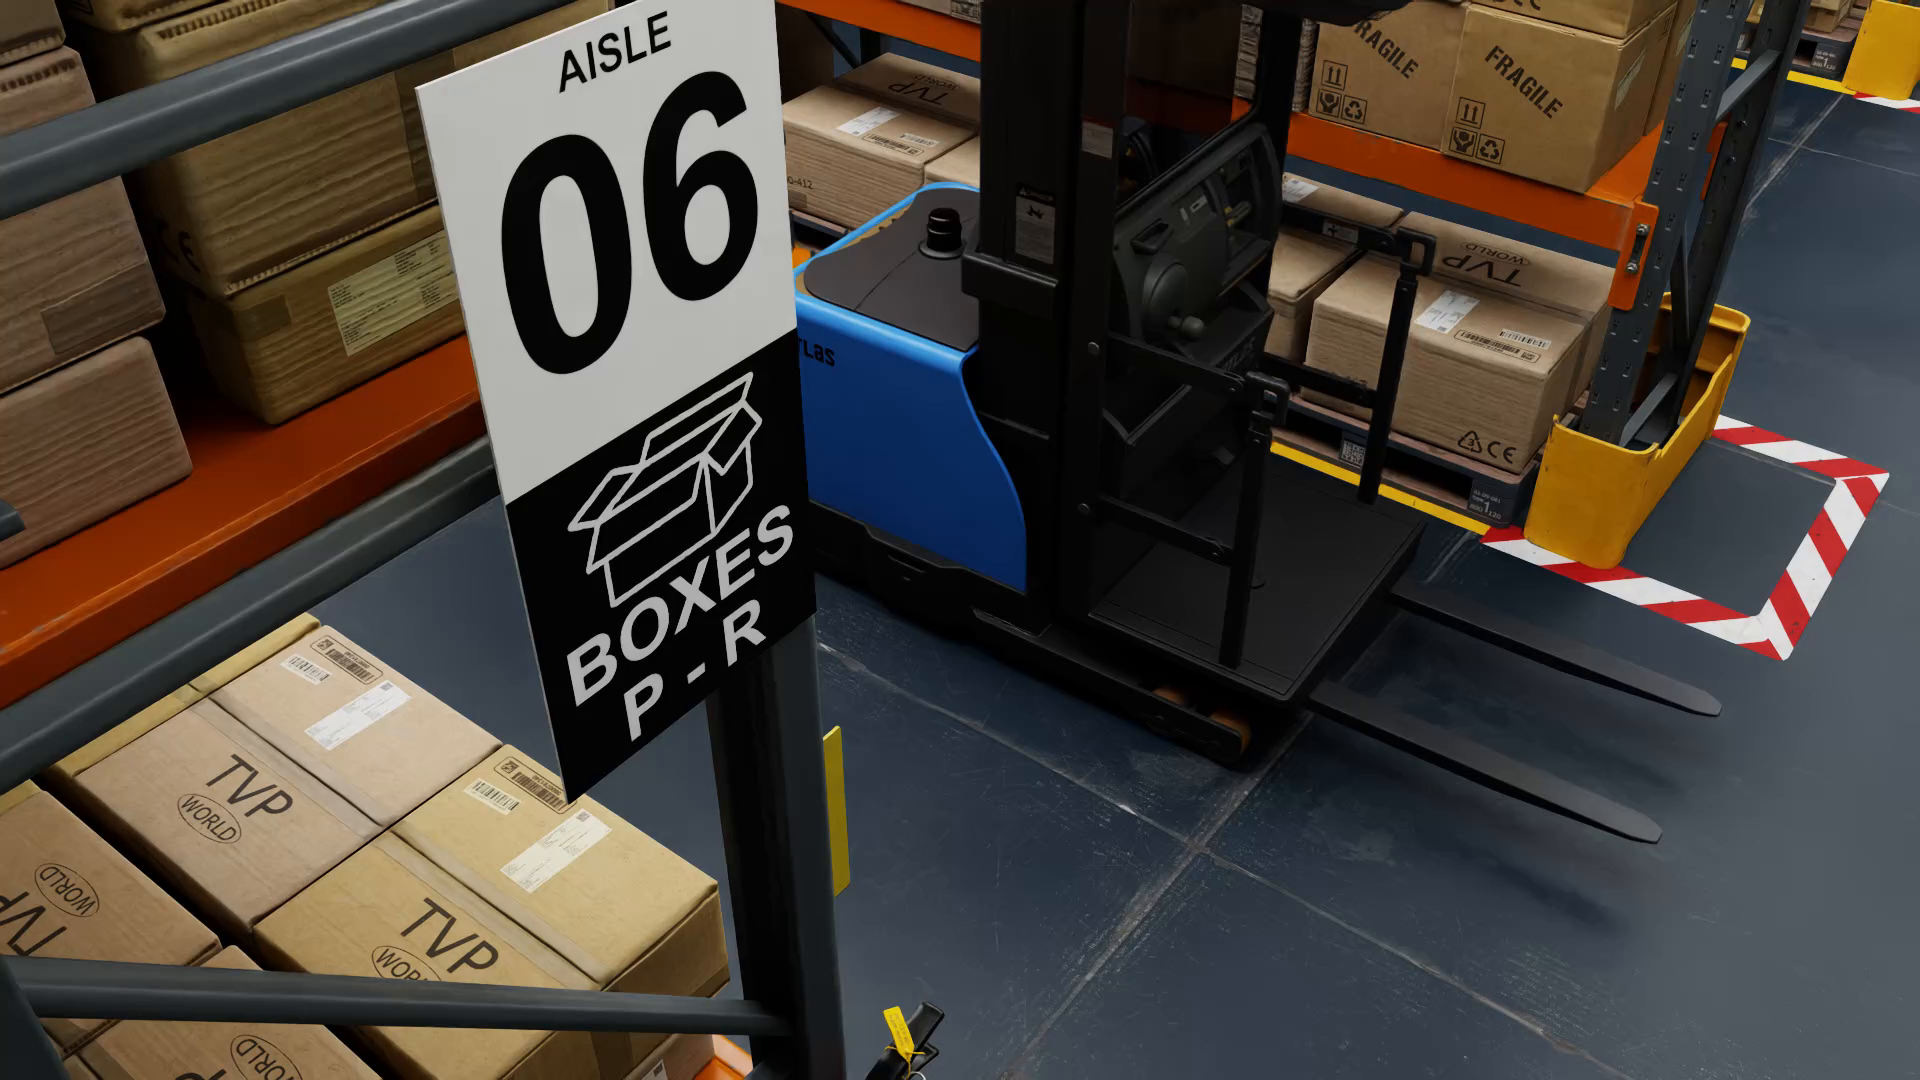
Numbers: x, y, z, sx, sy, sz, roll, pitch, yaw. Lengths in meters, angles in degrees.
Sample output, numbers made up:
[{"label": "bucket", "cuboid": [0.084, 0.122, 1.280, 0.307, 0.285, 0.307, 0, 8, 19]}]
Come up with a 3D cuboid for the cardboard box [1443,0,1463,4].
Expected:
[{"label": "cardboard box", "cuboid": [1.527, -2.097, 5.357, 0.500, 0.500, 0.500, 25, 45, 29]}]

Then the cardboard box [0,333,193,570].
[{"label": "cardboard box", "cuboid": [-0.920, -0.075, 1.438, 0.250, 0.149, 0.380, 27, 45, 30]}]

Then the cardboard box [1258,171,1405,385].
[{"label": "cardboard box", "cuboid": [1.170, -1.112, 6.729, 0.875, 0.438, 0.875, 27, 45, 30]}]

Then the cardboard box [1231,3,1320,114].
[{"label": "cardboard box", "cuboid": [1.139, -1.892, 5.906, 0.500, 0.500, 0.500, 27, 45, 30]}]

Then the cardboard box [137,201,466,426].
[{"label": "cardboard box", "cuboid": [-0.637, -0.302, 1.727, 0.250, 0.149, 0.380, 26, 45, 29]}]

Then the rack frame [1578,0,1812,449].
[{"label": "rack frame", "cuboid": [2.487, -1.419, 5.383, 0.127, 3.000, 1.000, 25, 45, 29]}]

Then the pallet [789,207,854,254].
[{"label": "pallet", "cuboid": [-0.133, -1.496, 7.743, 1.213, 0.211, 1.003, 25, 45, 29]}]

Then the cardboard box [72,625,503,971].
[{"label": "cardboard box", "cuboid": [-1.123, 0.465, 2.858, 0.500, 0.250, 0.500, 26, 45, 29]}]

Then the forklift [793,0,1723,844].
[{"label": "forklift", "cuboid": [0.866, -0.845, 4.705, 3.031, 2.935, 1.130, 23, 44, 27]}]

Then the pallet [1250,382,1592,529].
[{"label": "pallet", "cuboid": [1.805, -0.582, 6.576, 1.213, 0.211, 1.003, 25, 45, 29]}]

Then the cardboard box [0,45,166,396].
[{"label": "cardboard box", "cuboid": [-1.044, -0.259, 1.349, 0.500, 0.250, 0.500, 24, 44, 28]}]

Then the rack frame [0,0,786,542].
[{"label": "rack frame", "cuboid": [-0.525, -1.349, 0.427, 0.127, 3.000, 1.000, 25, 45, 29]}]

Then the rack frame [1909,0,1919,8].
[{"label": "rack frame", "cuboid": [5.414, -3.880, 8.527, 0.127, 3.000, 1.000, 25, 45, 29]}]

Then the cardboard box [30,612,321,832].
[{"label": "cardboard box", "cuboid": [-1.527, 0.276, 3.098, 0.500, 0.250, 0.500, 24, 44, 28]}]

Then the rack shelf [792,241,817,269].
[{"label": "rack shelf", "cuboid": [-0.539, -0.853, 5.799, 0.240, 0.259, 0.215, 23, 44, 27]}]

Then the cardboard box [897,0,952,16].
[{"label": "cardboard box", "cuboid": [-0.079, -2.462, 6.634, 0.500, 0.500, 0.500, 26, 45, 29]}]

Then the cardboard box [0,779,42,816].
[{"label": "cardboard box", "cuboid": [-1.851, 0.531, 2.772, 0.500, 0.250, 0.500, 27, 45, 30]}]

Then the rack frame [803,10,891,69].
[{"label": "rack frame", "cuboid": [-0.690, -2.917, 7.296, 0.127, 3.000, 1.000, 25, 45, 29]}]

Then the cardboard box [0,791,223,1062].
[{"label": "cardboard box", "cuboid": [-1.461, 0.719, 2.533, 0.500, 0.250, 0.500, 25, 45, 29]}]

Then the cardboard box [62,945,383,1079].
[{"label": "cardboard box", "cuboid": [-1.052, 0.913, 2.285, 0.500, 0.250, 0.500, 27, 45, 30]}]

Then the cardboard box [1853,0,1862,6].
[{"label": "cardboard box", "cuboid": [5.193, -3.276, 9.727, 0.250, 0.149, 0.380, 26, 45, 29]}]

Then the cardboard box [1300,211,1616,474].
[{"label": "cardboard box", "cuboid": [1.902, -0.773, 6.296, 0.875, 0.438, 0.875, 24, 44, 27]}]

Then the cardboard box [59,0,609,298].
[{"label": "cardboard box", "cuboid": [-0.712, -0.526, 1.690, 0.500, 0.250, 0.500, 25, 44, 28]}]

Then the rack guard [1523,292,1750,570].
[{"label": "rack guard", "cuboid": [2.506, -0.425, 6.142, 0.348, 0.500, 1.175, 25, 45, 29]}]

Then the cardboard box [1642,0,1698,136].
[{"label": "cardboard box", "cuboid": [2.281, -1.778, 5.761, 0.500, 0.500, 0.500, 25, 44, 28]}]

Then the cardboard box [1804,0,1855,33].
[{"label": "cardboard box", "cuboid": [4.870, -3.018, 9.398, 0.250, 0.149, 0.380, 26, 45, 29]}]

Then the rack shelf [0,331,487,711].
[{"label": "rack shelf", "cuboid": [-2.114, -0.634, 2.530, 4.000, 0.370, 1.077, 25, 45, 29]}]

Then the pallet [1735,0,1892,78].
[{"label": "pallet", "cuboid": [4.730, -3.132, 9.834, 1.213, 0.211, 1.003, 25, 45, 29]}]

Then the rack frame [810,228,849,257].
[{"label": "rack frame", "cuboid": [-0.438, -0.595, 5.913, 0.008, 1.050, 0.200, 23, 44, 27]}]

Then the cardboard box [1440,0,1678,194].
[{"label": "cardboard box", "cuboid": [1.943, -1.509, 5.417, 0.500, 0.500, 0.500, 26, 45, 29]}]

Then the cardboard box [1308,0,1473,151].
[{"label": "cardboard box", "cuboid": [1.554, -1.704, 5.667, 0.500, 0.500, 0.500, 24, 44, 28]}]

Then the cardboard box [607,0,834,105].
[{"label": "cardboard box", "cuboid": [-1.231, -2.438, 8.068, 0.875, 0.875, 0.875, 27, 45, 30]}]

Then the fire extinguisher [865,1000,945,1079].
[{"label": "fire extinguisher", "cuboid": [-0.128, 1.019, 2.634, 0.183, 0.674, 0.296, 25, 45, 29]}]

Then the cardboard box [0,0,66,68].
[{"label": "cardboard box", "cuboid": [-1.048, -0.452, 1.190, 0.500, 0.250, 0.500, 24, 44, 27]}]

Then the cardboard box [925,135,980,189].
[{"label": "cardboard box", "cuboid": [0.455, -1.451, 7.161, 0.875, 0.438, 0.875, 24, 44, 27]}]

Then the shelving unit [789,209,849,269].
[{"label": "shelving unit", "cuboid": [-0.539, -0.638, 5.968, 0.252, 1.050, 0.215, 23, 44, 27]}]

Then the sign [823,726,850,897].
[{"label": "sign", "cuboid": [-0.196, 0.407, 2.349, 0.005, 0.325, 0.100, 25, 45, 29]}]

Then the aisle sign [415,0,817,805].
[{"label": "aisle sign", "cuboid": [-0.293, -0.129, 1.626, 0.004, 0.787, 0.394, 25, 45, 29]}]

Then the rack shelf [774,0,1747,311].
[{"label": "rack shelf", "cuboid": [0.899, -1.884, 6.561, 4.000, 0.370, 1.077, 25, 45, 29]}]

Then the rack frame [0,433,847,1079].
[{"label": "rack frame", "cuboid": [-0.525, 1.013, 2.277, 0.127, 3.000, 1.000, 25, 45, 29]}]

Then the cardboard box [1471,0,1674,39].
[{"label": "cardboard box", "cuboid": [1.960, -1.916, 5.125, 0.500, 0.500, 0.500, 27, 45, 30]}]

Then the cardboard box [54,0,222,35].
[{"label": "cardboard box", "cuboid": [-0.725, -0.712, 1.522, 0.500, 0.250, 0.500, 25, 44, 28]}]

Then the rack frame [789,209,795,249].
[{"label": "rack frame", "cuboid": [-0.639, -0.681, 6.023, 0.008, 1.050, 0.200, 23, 44, 27]}]

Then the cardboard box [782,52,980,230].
[{"label": "cardboard box", "cuboid": [-0.256, -1.785, 7.589, 0.875, 0.438, 0.875, 25, 44, 28]}]

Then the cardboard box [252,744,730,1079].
[{"label": "cardboard box", "cuboid": [-0.722, 0.653, 2.617, 0.500, 0.250, 0.500, 25, 45, 29]}]

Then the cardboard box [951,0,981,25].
[{"label": "cardboard box", "cuboid": [0.312, -2.272, 6.392, 0.500, 0.500, 0.500, 26, 45, 29]}]

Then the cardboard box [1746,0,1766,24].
[{"label": "cardboard box", "cuboid": [4.604, -3.065, 9.457, 0.250, 0.149, 0.380, 27, 45, 30]}]

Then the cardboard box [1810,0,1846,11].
[{"label": "cardboard box", "cuboid": [4.822, -3.098, 9.259, 0.250, 0.149, 0.380, 24, 44, 27]}]

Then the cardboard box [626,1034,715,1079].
[{"label": "cardboard box", "cuboid": [-0.620, 0.855, 2.683, 0.250, 0.149, 0.380, 25, 44, 28]}]

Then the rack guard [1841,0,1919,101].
[{"label": "rack guard", "cuboid": [5.354, -2.925, 9.334, 0.348, 0.500, 1.175, 25, 45, 29]}]
